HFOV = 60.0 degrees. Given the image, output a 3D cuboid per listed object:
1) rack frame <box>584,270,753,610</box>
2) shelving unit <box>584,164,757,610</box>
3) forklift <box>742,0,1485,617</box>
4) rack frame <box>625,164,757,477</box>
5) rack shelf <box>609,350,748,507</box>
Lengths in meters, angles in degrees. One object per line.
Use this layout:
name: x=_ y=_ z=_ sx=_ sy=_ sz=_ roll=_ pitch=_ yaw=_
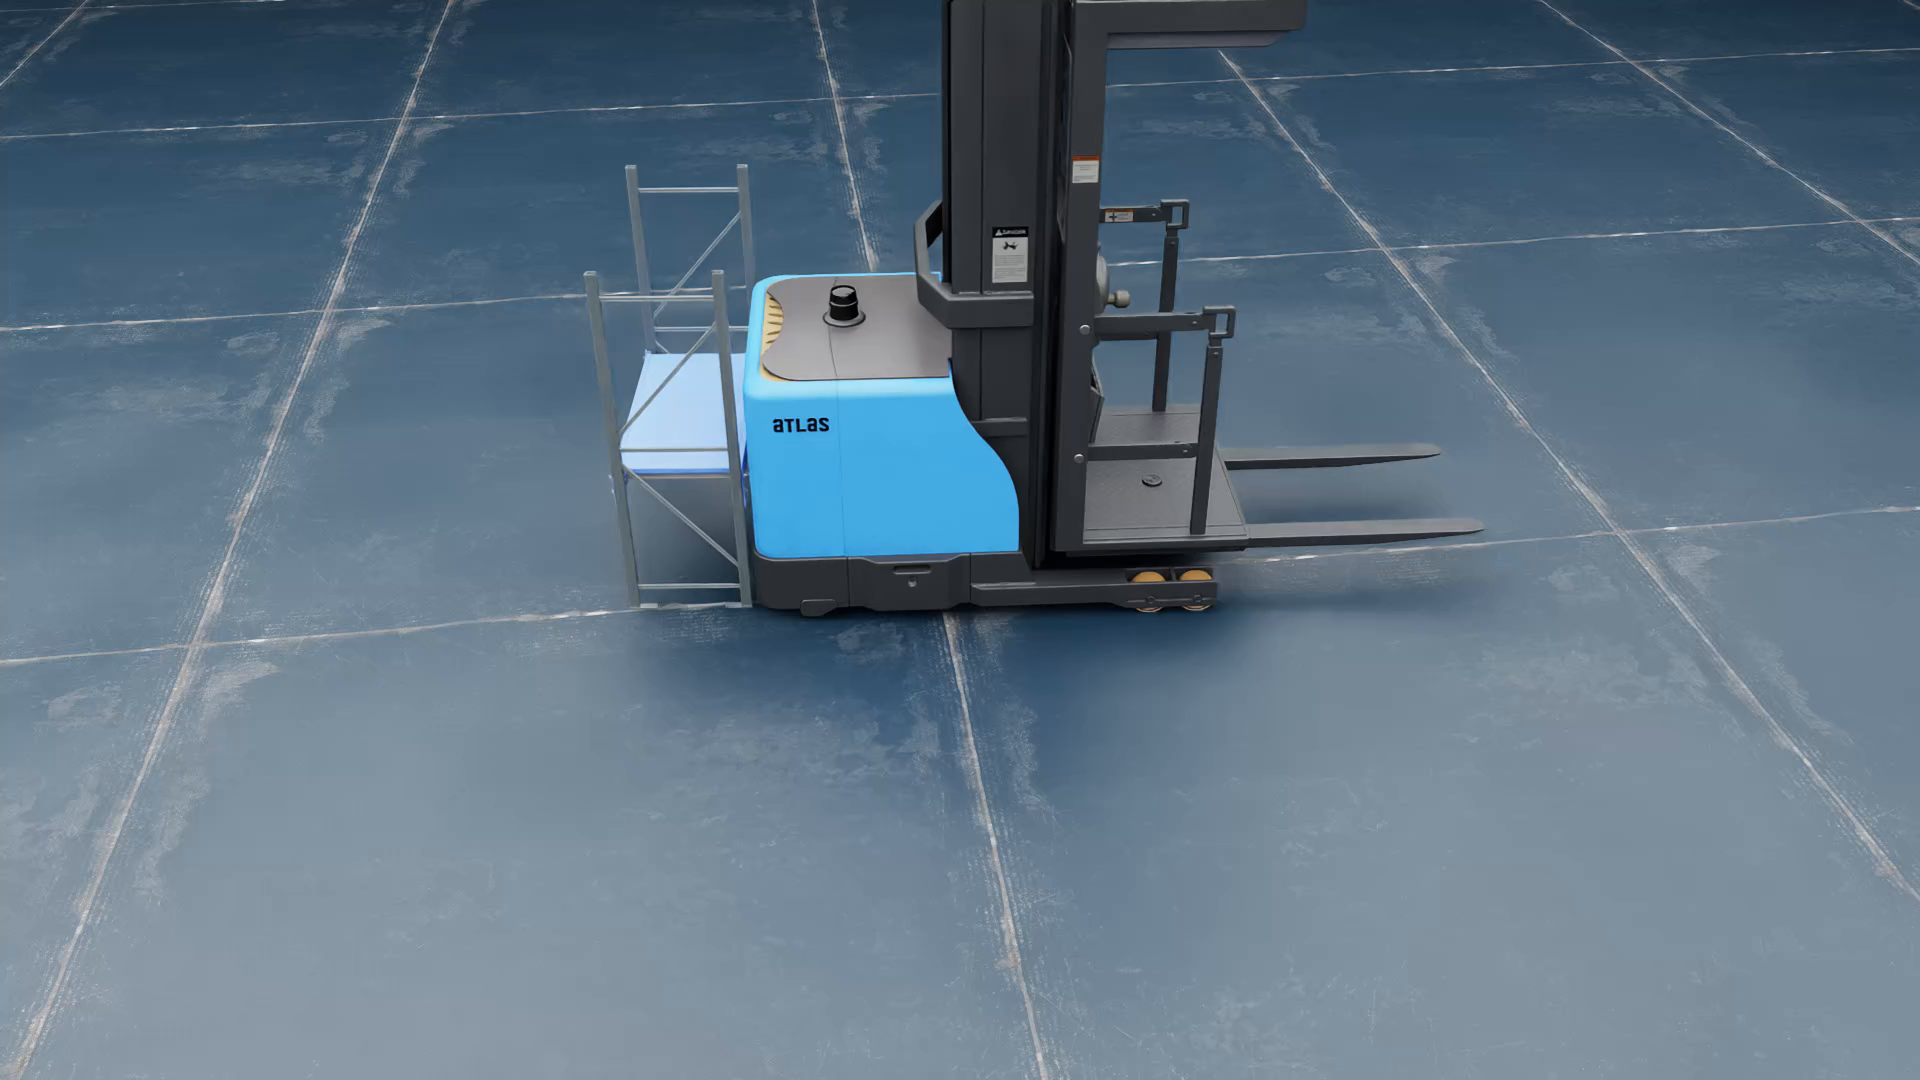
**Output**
rack frame: x=-1.105 y=-0.345 z=6.425 sx=0.500 sy=1.500 sz=0.032 roll=-1 pitch=34 yaw=-1
shelving unit: x=-1.115 y=-0.632 z=6.845 sx=0.538 sy=1.500 sz=1.048 roll=-1 pitch=34 yaw=-1
forklift: x=0.656 y=-1.212 z=6.425 sx=3.031 sy=2.935 sz=1.130 roll=-2 pitch=34 yaw=-3
rack frame: x=-1.125 y=-0.918 z=7.265 sx=0.500 sy=1.500 sz=0.032 roll=-1 pitch=34 yaw=-1
rack shelf: x=-1.115 y=-0.483 z=6.946 sx=0.538 sy=0.185 sz=1.000 roll=-1 pitch=34 yaw=-1
